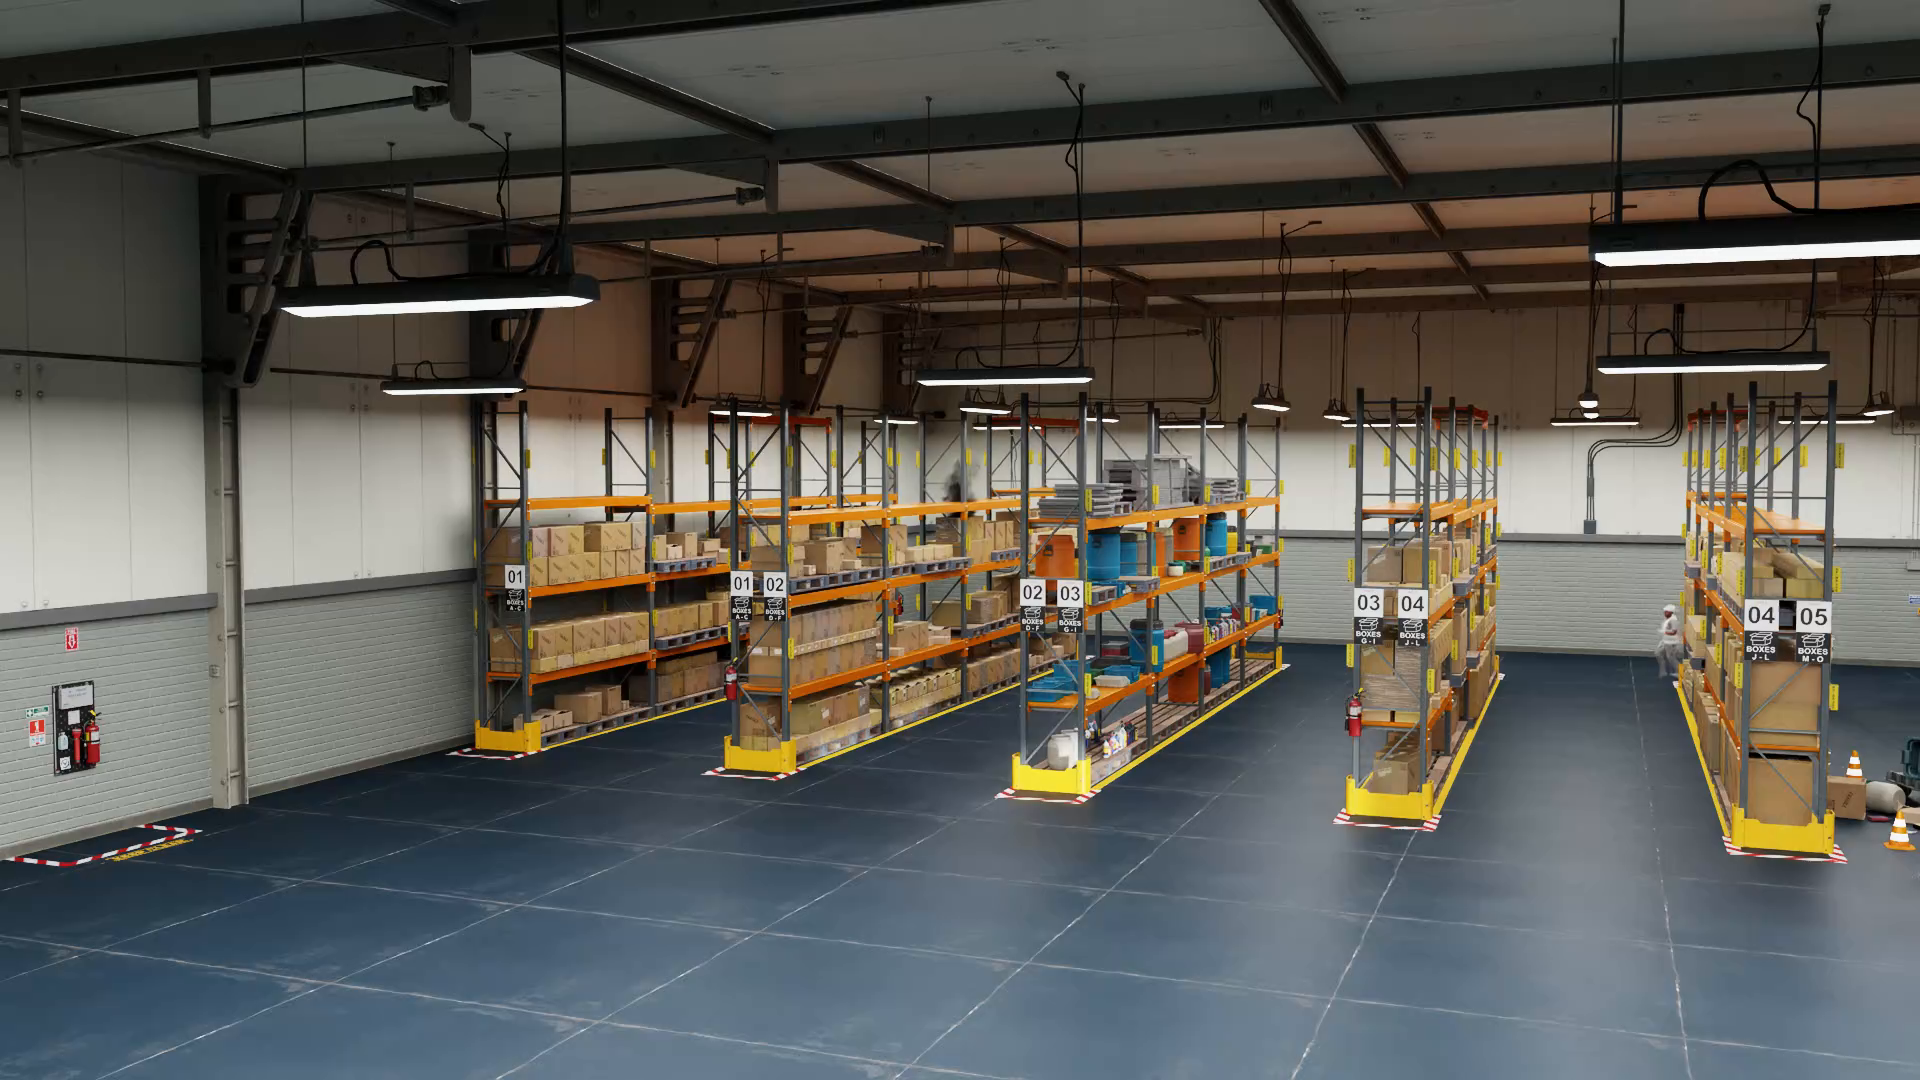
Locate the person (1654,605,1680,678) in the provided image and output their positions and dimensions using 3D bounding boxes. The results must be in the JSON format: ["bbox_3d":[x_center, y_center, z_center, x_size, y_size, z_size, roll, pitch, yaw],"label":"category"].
[{"bbox_3d":[16.154,2.339,37.721,0.681,1.781,0.827,0,3,6],"label":"person"}]
